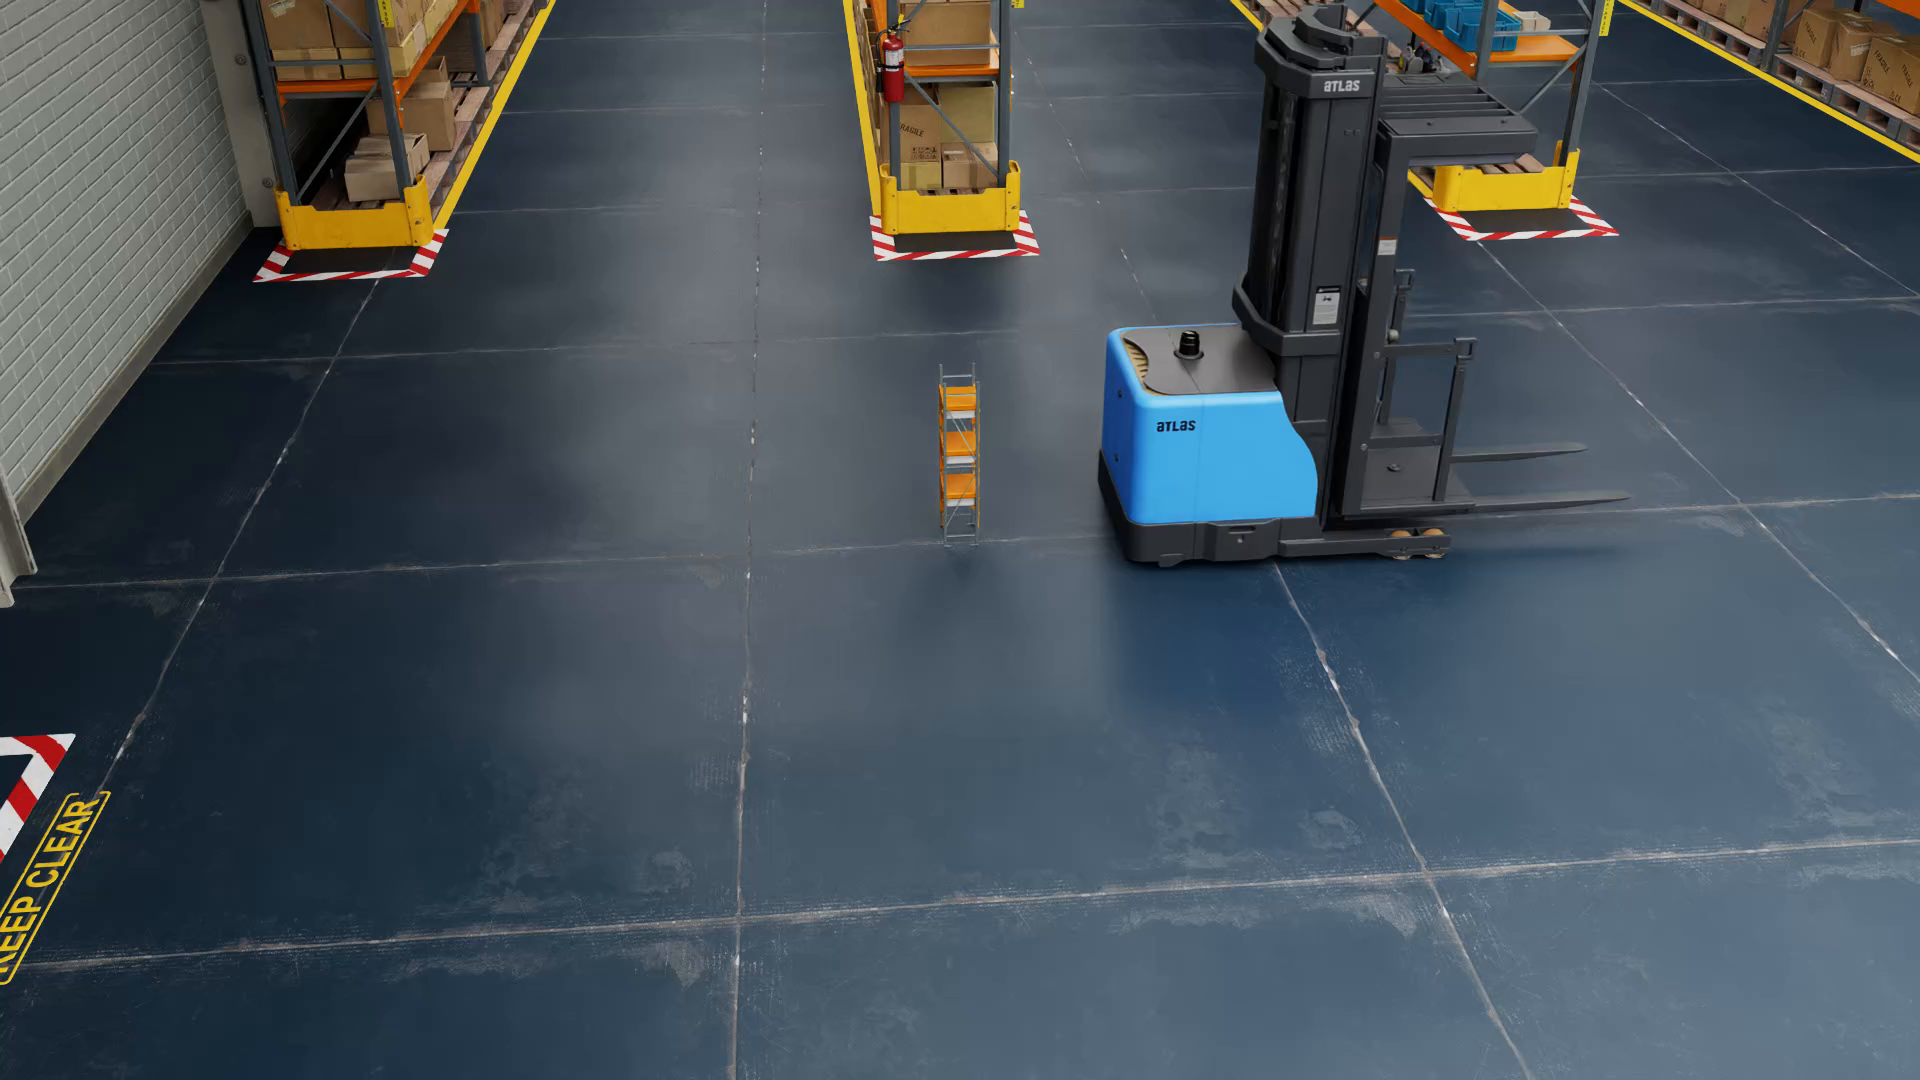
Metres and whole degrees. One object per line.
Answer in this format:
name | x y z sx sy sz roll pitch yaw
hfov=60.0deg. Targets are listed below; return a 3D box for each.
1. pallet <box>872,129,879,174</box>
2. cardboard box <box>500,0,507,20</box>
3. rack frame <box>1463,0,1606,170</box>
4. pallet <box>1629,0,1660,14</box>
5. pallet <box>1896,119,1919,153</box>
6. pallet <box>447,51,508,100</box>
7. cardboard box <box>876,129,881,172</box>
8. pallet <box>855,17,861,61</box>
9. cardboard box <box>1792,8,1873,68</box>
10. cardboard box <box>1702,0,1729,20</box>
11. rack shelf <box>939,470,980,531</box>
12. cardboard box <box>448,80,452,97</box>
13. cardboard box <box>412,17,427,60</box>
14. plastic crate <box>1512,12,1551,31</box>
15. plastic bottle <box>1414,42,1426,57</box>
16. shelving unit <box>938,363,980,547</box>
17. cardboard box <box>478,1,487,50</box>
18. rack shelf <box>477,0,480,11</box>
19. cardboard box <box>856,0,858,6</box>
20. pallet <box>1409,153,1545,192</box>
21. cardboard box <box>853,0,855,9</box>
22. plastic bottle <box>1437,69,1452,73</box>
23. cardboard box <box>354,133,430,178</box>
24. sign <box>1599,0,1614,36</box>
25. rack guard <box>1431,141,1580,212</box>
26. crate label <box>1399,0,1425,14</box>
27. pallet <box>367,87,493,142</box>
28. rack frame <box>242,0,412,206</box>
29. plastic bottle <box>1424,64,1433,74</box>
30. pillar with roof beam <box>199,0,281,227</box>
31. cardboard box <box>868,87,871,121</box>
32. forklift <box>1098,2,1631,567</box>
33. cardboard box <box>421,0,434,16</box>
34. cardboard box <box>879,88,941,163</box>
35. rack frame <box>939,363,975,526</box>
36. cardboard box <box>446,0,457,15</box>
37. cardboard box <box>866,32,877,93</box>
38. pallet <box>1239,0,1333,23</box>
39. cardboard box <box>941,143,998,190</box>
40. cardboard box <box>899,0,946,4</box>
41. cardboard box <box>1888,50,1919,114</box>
pallet | -0.313 -3.813 15.929 1.003 0.211 1.213 -3 31 -5
cardboard box | -5.716 -6.328 19.428 0.700 0.500 0.500 -3 31 -5
rack frame | 4.843 -4.236 13.917 1.000 3.000 0.127 -3 31 -5
pallet | 9.099 -6.961 21.199 1.003 0.211 1.213 -3 31 -5
pallet | 9.727 -3.731 15.792 1.003 0.211 1.213 -3 31 -5
pallet | -5.468 -5.004 17.922 1.003 0.211 1.213 -3 31 -5
cardboard box | -0.492 -3.515 14.981 0.500 0.250 0.500 -3 31 -5
pallet | -0.687 -5.844 19.329 1.003 0.211 1.213 -3 31 -5
cardboard box | 9.398 -5.416 17.922 0.500 0.500 0.500 -4 31 -6
cardboard box | 9.286 -6.476 19.675 0.700 0.500 0.500 -5 31 -9
rack shelf | -0.005 -0.230 9.675 0.215 0.259 0.240 -3 31 -5
cardboard box | -5.314 -4.504 16.700 0.380 0.166 0.250 -7 32 -11
cardboard box | -4.813 -4.234 14.041 0.500 0.250 0.500 -4 31 -6
plastic crate | 5.080 -4.595 14.775 0.298 0.136 0.250 -3 31 -5
plastic bottle | 4.817 -5.015 17.375 0.144 0.351 0.185 -4 31 -6
shelving unit | -0.005 -0.478 9.527 0.215 1.050 0.252 -3 31 -5
cardboard box | -5.578 -5.556 18.135 0.700 0.500 0.500 -3 31 -6
rack shelf | -5.581 -6.516 18.435 1.077 0.370 4.000 -3 31 -5
cardboard box | -0.928 -6.253 19.020 0.500 0.311 0.500 -3 31 -5
pallet | 4.719 -3.490 15.388 1.003 0.211 1.213 -3 31 -5
cardboard box | -1.032 -6.547 20.058 0.500 0.250 0.500 -4 31 -6
plastic bottle | 4.876 -4.637 16.815 0.152 0.276 0.135 -2 31 -4
cardboard box | -5.049 -3.444 14.785 0.500 0.311 0.500 0 31 0
sign | 5.391 -4.379 13.887 0.100 0.325 0.005 -3 31 -5
rack guard | 4.789 -3.199 14.619 1.175 0.500 0.348 -3 31 -5
crate label | 4.402 -5.178 15.460 0.502 0.435 0.616 -3 31 -5
pallet | -5.296 -4.265 16.685 1.003 0.211 1.213 -3 31 -5
rack frame | -5.021 -3.761 13.122 1.000 3.000 0.127 -3 31 -5
plastic bottle | 4.765 -4.705 16.922 0.061 0.283 0.133 -3 31 -5
pillar with roof beam | -1.661 -6.859 12.458 9.100 9.000 0.400 -3 31 -5
cardboard box | -0.638 -4.280 16.263 0.500 0.250 0.500 -3 31 -5
forklift | 2.395 -1.411 9.255 3.031 2.935 1.130 -3 31 -5
cardboard box | -4.844 -4.802 14.261 0.500 0.500 0.500 -4 31 -6
cardboard box | -0.435 -3.582 14.363 0.500 0.500 0.500 -3 31 -5
rack frame | -0.016 -0.540 9.631 0.200 1.050 0.008 -3 31 -5
cardboard box | -4.948 -5.010 15.339 0.500 0.250 0.500 -3 31 -5
cardboard box | -0.637 -4.602 16.071 0.500 0.500 0.500 -3 31 -5
pallet | 4.129 -6.726 20.805 1.003 0.211 1.213 -3 31 -5
cardboard box | 0.083 -3.285 14.597 0.500 0.250 0.500 -3 31 -5
cardboard box | -0.314 -4.508 13.642 0.380 0.149 0.250 -3 31 -5
cardboard box | 9.603 -4.524 16.428 0.500 0.500 0.500 0 31 0
